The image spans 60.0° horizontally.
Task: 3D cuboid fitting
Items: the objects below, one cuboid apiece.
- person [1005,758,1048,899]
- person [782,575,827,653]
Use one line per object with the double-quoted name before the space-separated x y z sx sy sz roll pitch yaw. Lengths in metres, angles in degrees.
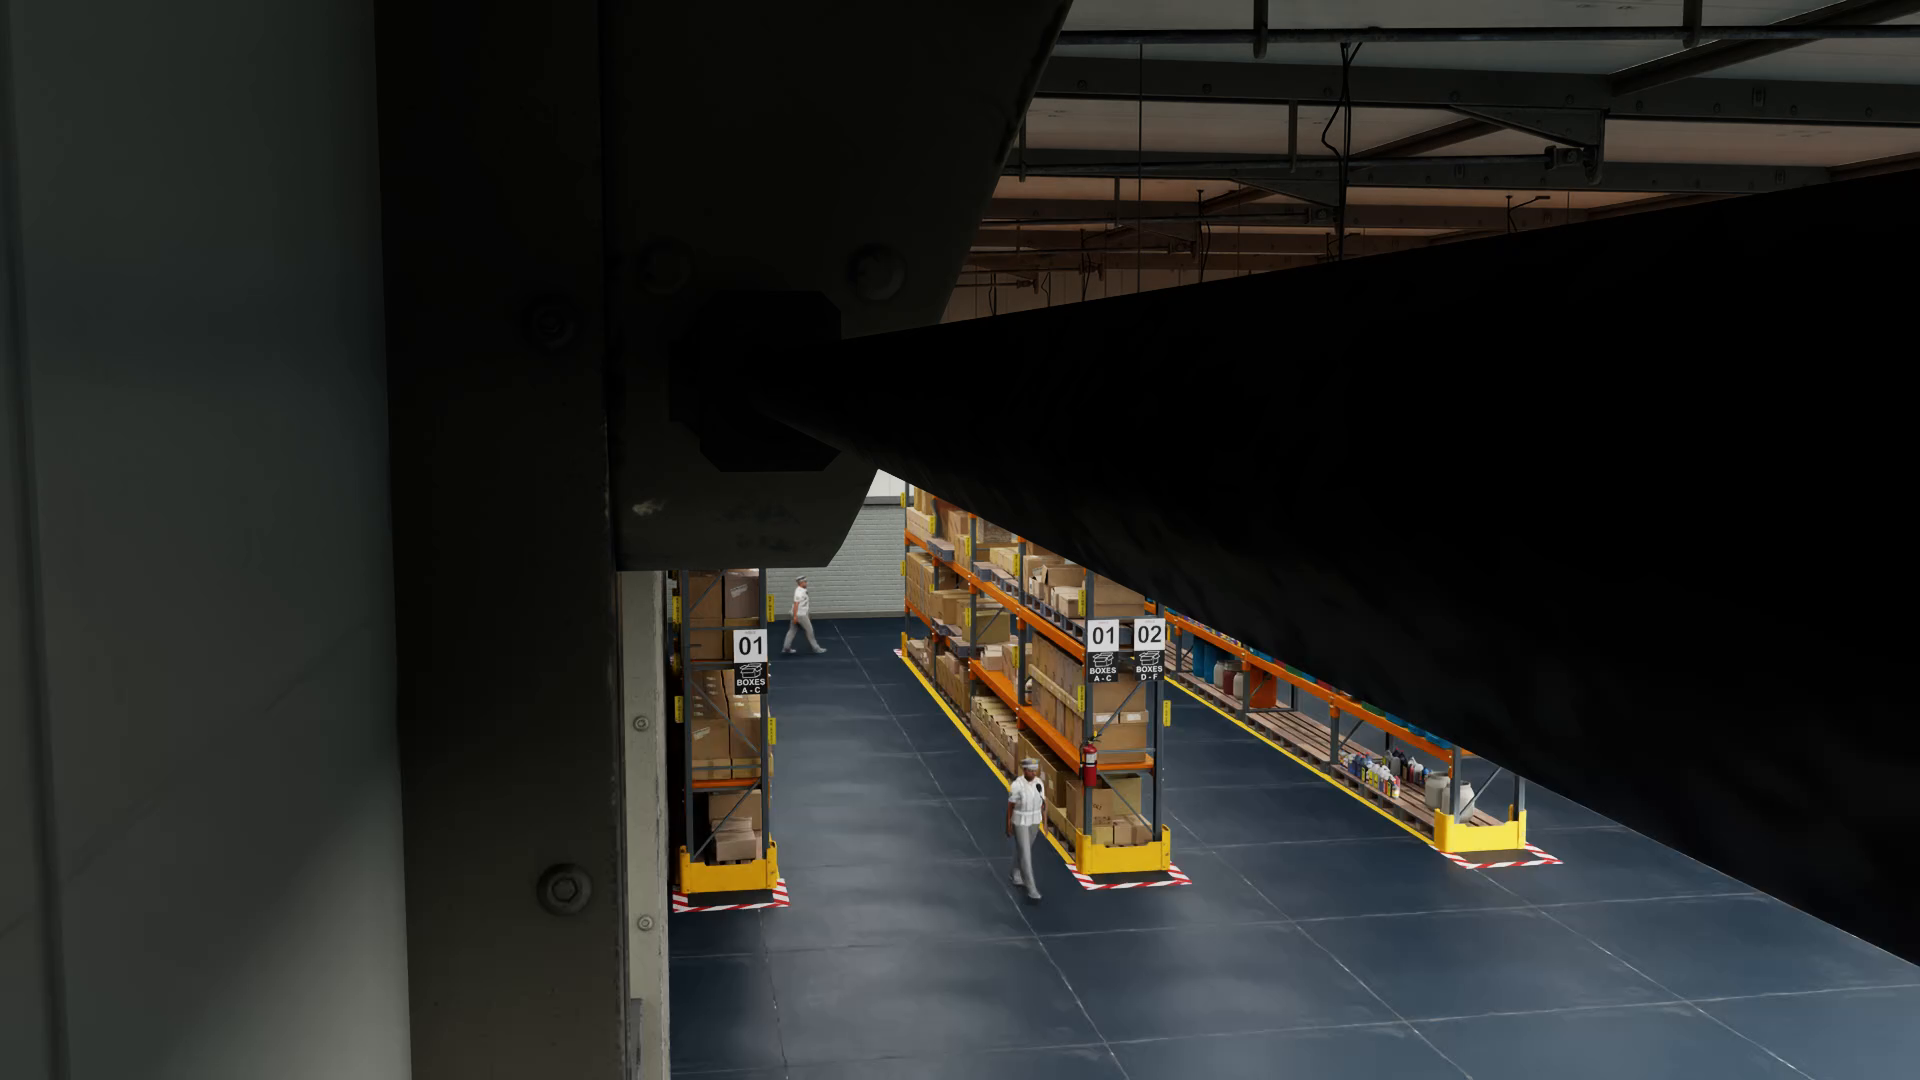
"person" 0.828 3.426 20.020 0.506 1.623 0.959 -4 7 -35
"person" -3.487 1.629 36.856 0.974 1.715 0.510 -3 7 -25
